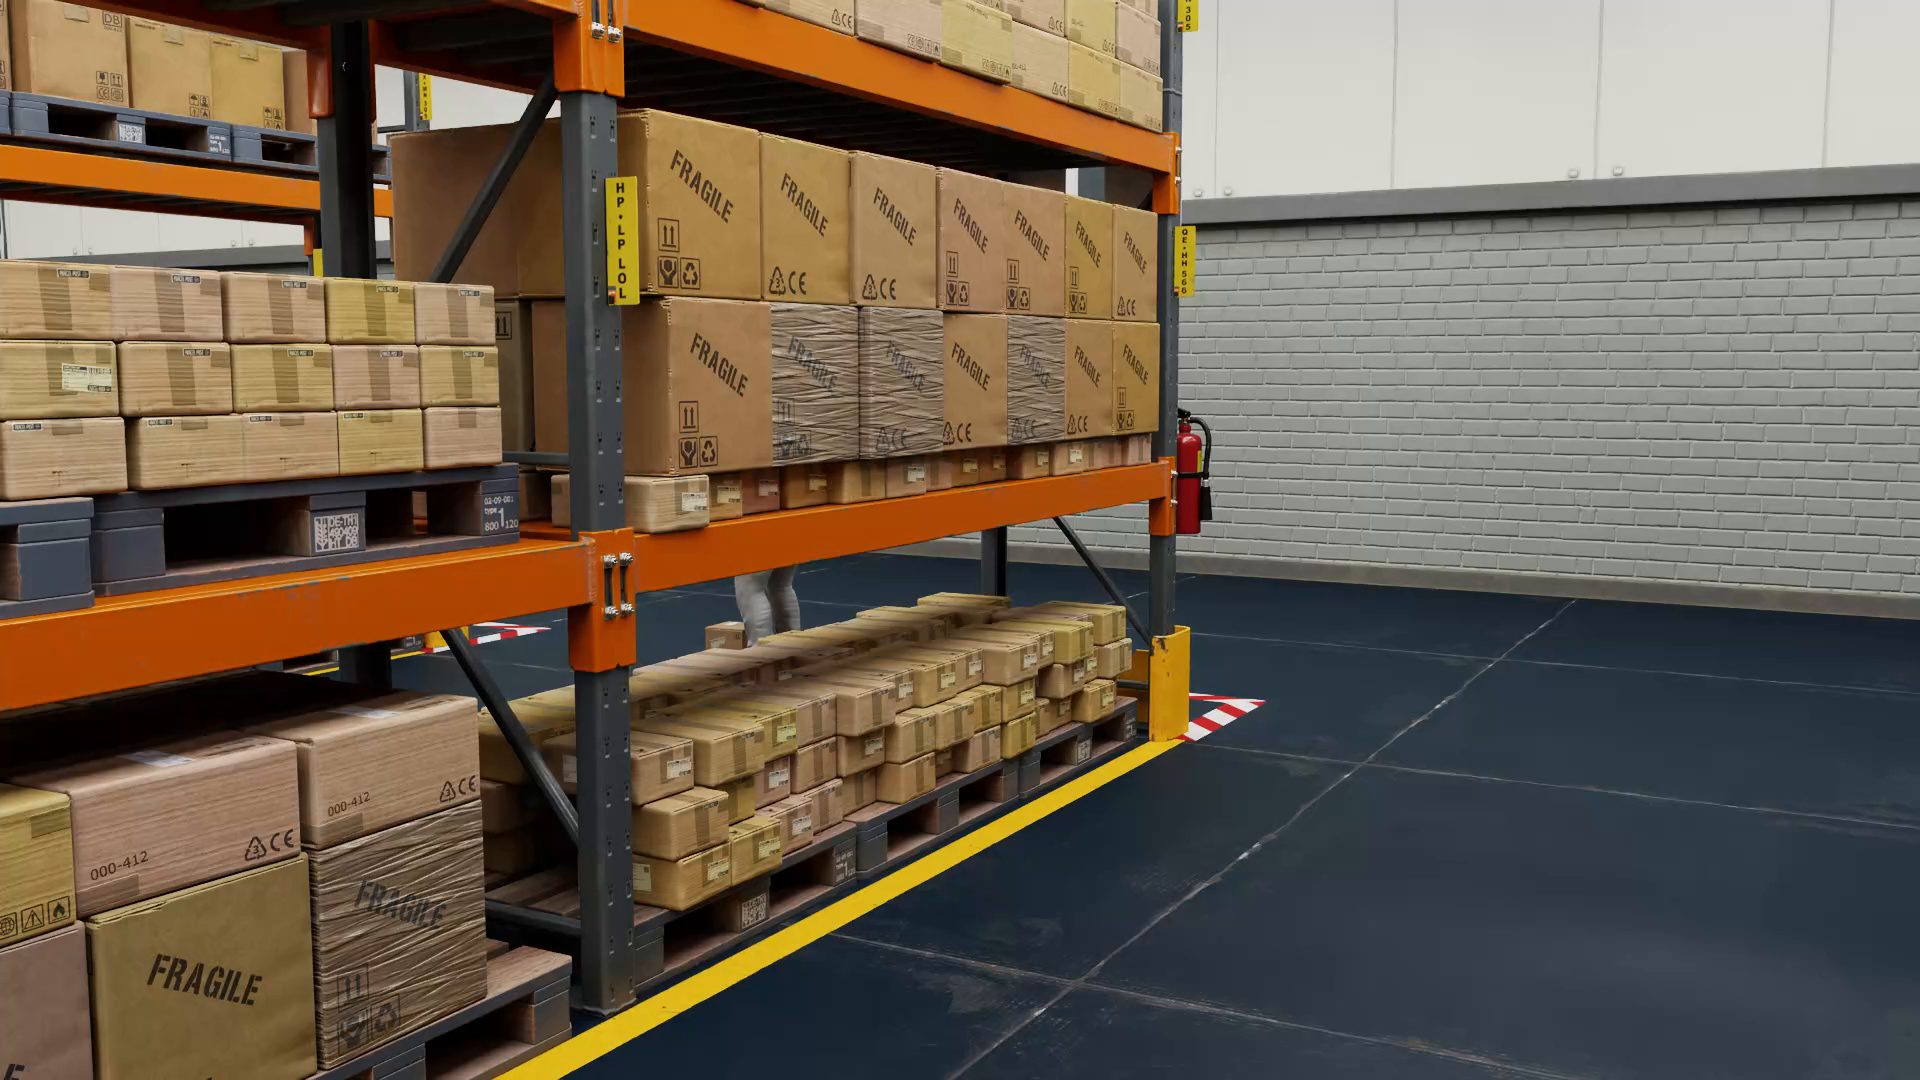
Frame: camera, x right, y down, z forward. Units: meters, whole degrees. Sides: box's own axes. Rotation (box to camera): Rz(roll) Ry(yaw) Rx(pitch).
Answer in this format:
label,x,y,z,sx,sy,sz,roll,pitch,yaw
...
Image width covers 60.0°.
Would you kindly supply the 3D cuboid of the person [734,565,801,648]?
label,x,y,z,sx,sy,sz,roll,pitch,yaw
person,-1.117,-0.071,9.506,0.467,1.667,0.559,3,7,26
